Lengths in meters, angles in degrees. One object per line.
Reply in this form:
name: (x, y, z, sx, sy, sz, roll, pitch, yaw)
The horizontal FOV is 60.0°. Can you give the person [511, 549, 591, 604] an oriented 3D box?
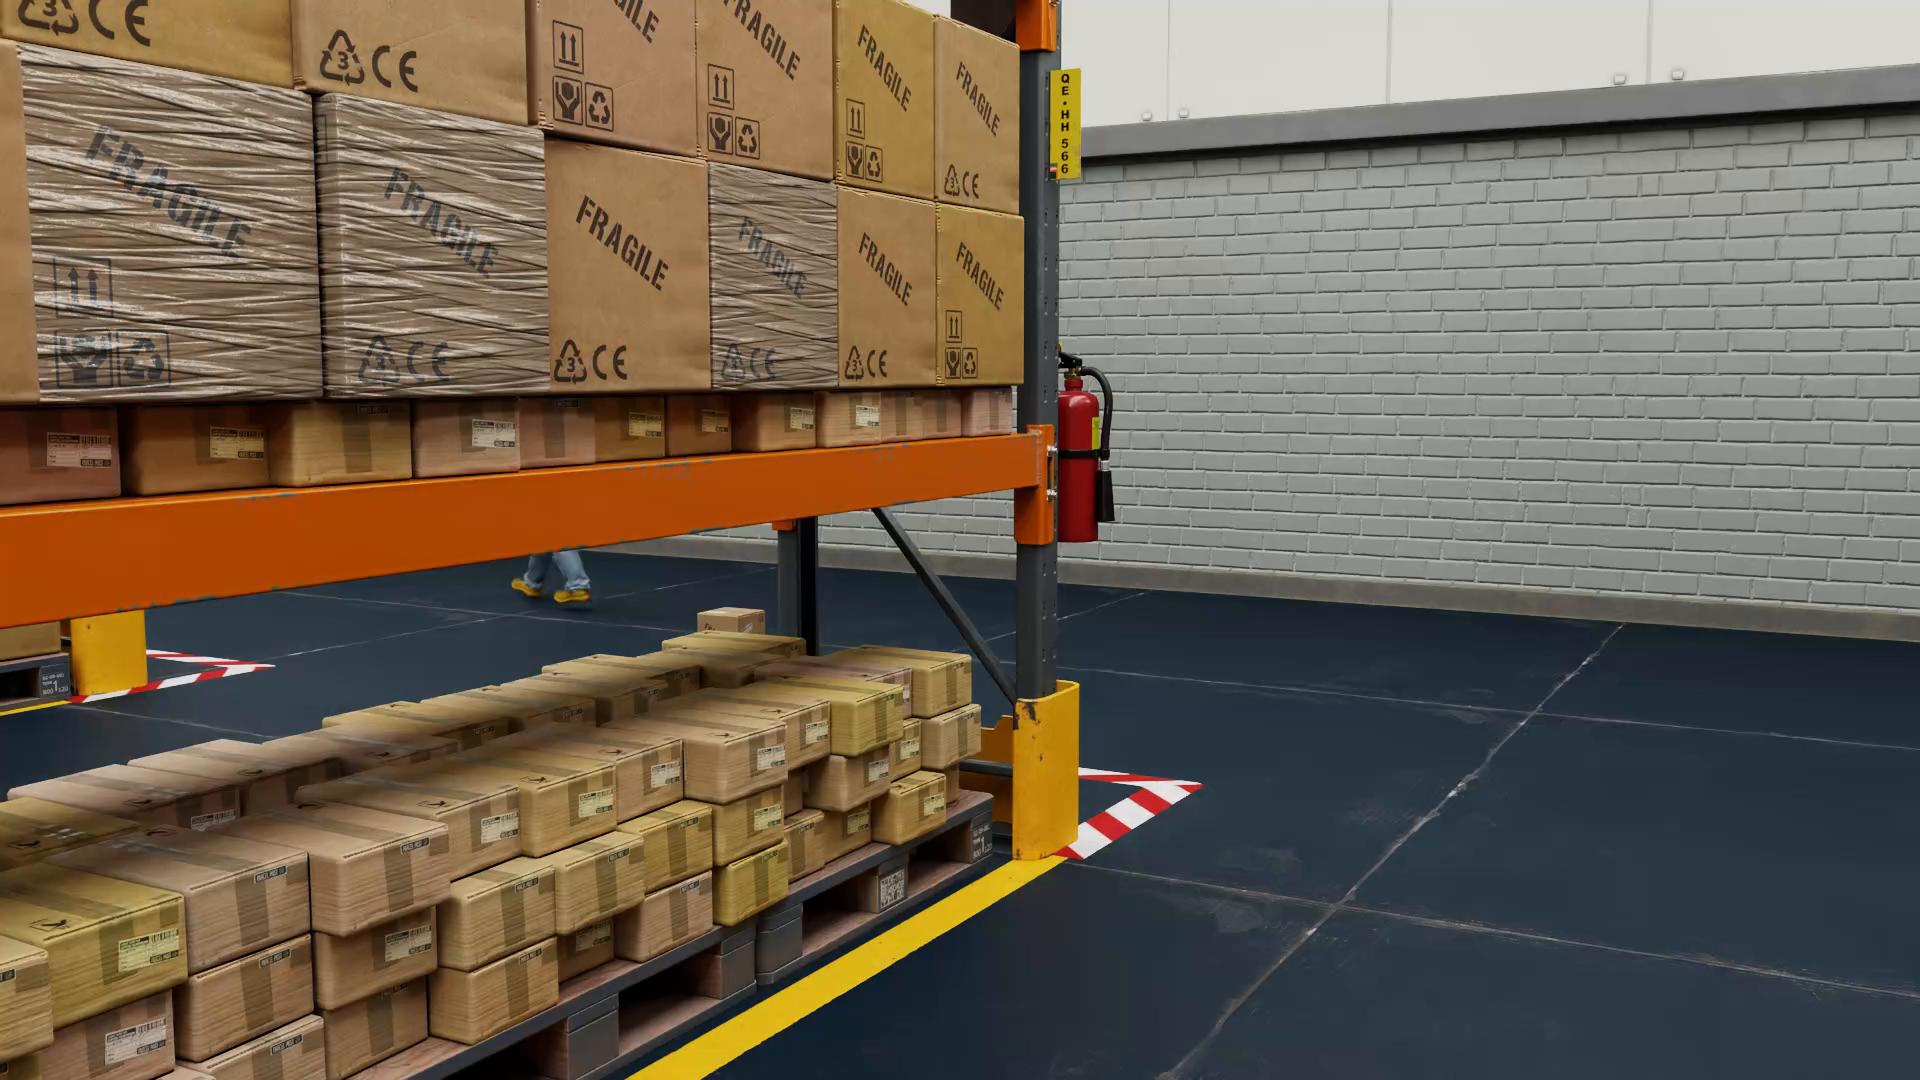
person: (-2.645, -0.460, 10.537, 1.033, 1.718, 0.588, 5, 8, 42)
